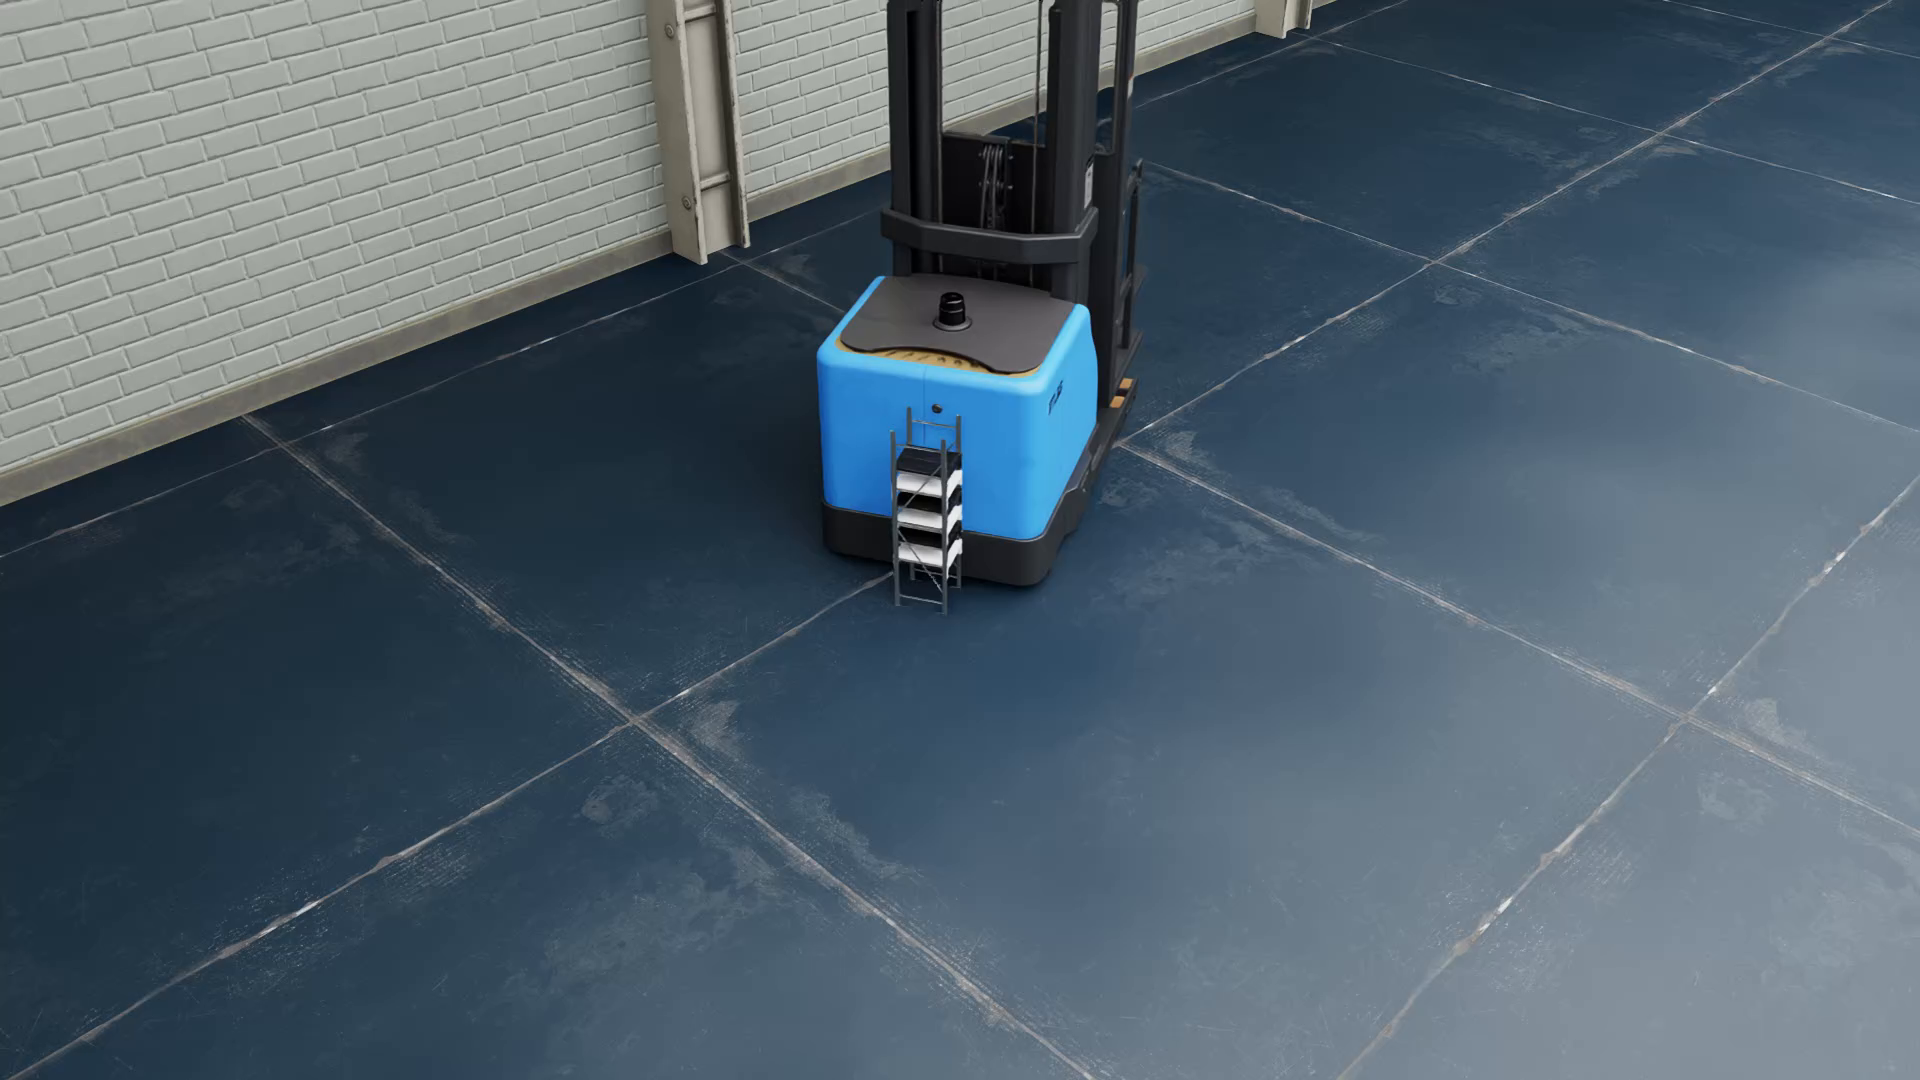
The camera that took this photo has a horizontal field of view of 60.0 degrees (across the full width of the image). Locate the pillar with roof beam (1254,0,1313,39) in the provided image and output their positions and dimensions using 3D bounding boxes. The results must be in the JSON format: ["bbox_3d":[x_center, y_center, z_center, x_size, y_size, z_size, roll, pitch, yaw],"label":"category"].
[{"bbox_3d":[5.729,-6.214,8.794,9.100,9.000,0.400,30,45,35],"label":"pillar with roof beam"}]

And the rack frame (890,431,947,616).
[{"bbox_3d":[-0.171,-0.058,7.047,0.240,0.900,0.006,10,36,14],"label":"rack frame"}]

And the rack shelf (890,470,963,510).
[{"bbox_3d":[-0.140,-0.234,7.042,0.258,0.077,0.200,10,36,14],"label":"rack shelf"}]

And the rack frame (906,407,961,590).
[{"bbox_3d":[-0.109,-0.169,7.206,0.240,0.900,0.006,10,36,14],"label":"rack frame"}]

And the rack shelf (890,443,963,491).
[{"bbox_3d":[-0.140,-0.308,6.991,0.258,0.077,0.200,10,36,14],"label":"rack shelf"}]

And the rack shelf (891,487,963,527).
[{"bbox_3d":[-0.140,-0.160,7.094,0.258,0.077,0.200,10,36,14],"label":"rack shelf"}]

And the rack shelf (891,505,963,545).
[{"bbox_3d":[-0.140,-0.086,7.145,0.258,0.077,0.200,10,36,14],"label":"rack shelf"}]

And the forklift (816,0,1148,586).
[{"bbox_3d":[0.303,-1.840,7.827,1.130,2.935,3.031,10,36,14],"label":"forklift"}]

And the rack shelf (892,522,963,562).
[{"bbox_3d":[-0.140,-0.012,7.197,0.258,0.077,0.200,10,36,14],"label":"rack shelf"}]

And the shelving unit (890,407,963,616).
[{"bbox_3d":[-0.140,-0.114,7.126,0.258,0.900,0.210,10,36,14],"label":"shelving unit"}]

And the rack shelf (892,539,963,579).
[{"bbox_3d":[-0.140,0.061,7.248,0.258,0.077,0.200,10,36,14],"label":"rack shelf"}]

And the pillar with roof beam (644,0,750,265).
[{"bbox_3d":[1.502,-3.778,5.301,9.100,9.000,0.400,30,45,35],"label":"pillar with roof beam"}]
